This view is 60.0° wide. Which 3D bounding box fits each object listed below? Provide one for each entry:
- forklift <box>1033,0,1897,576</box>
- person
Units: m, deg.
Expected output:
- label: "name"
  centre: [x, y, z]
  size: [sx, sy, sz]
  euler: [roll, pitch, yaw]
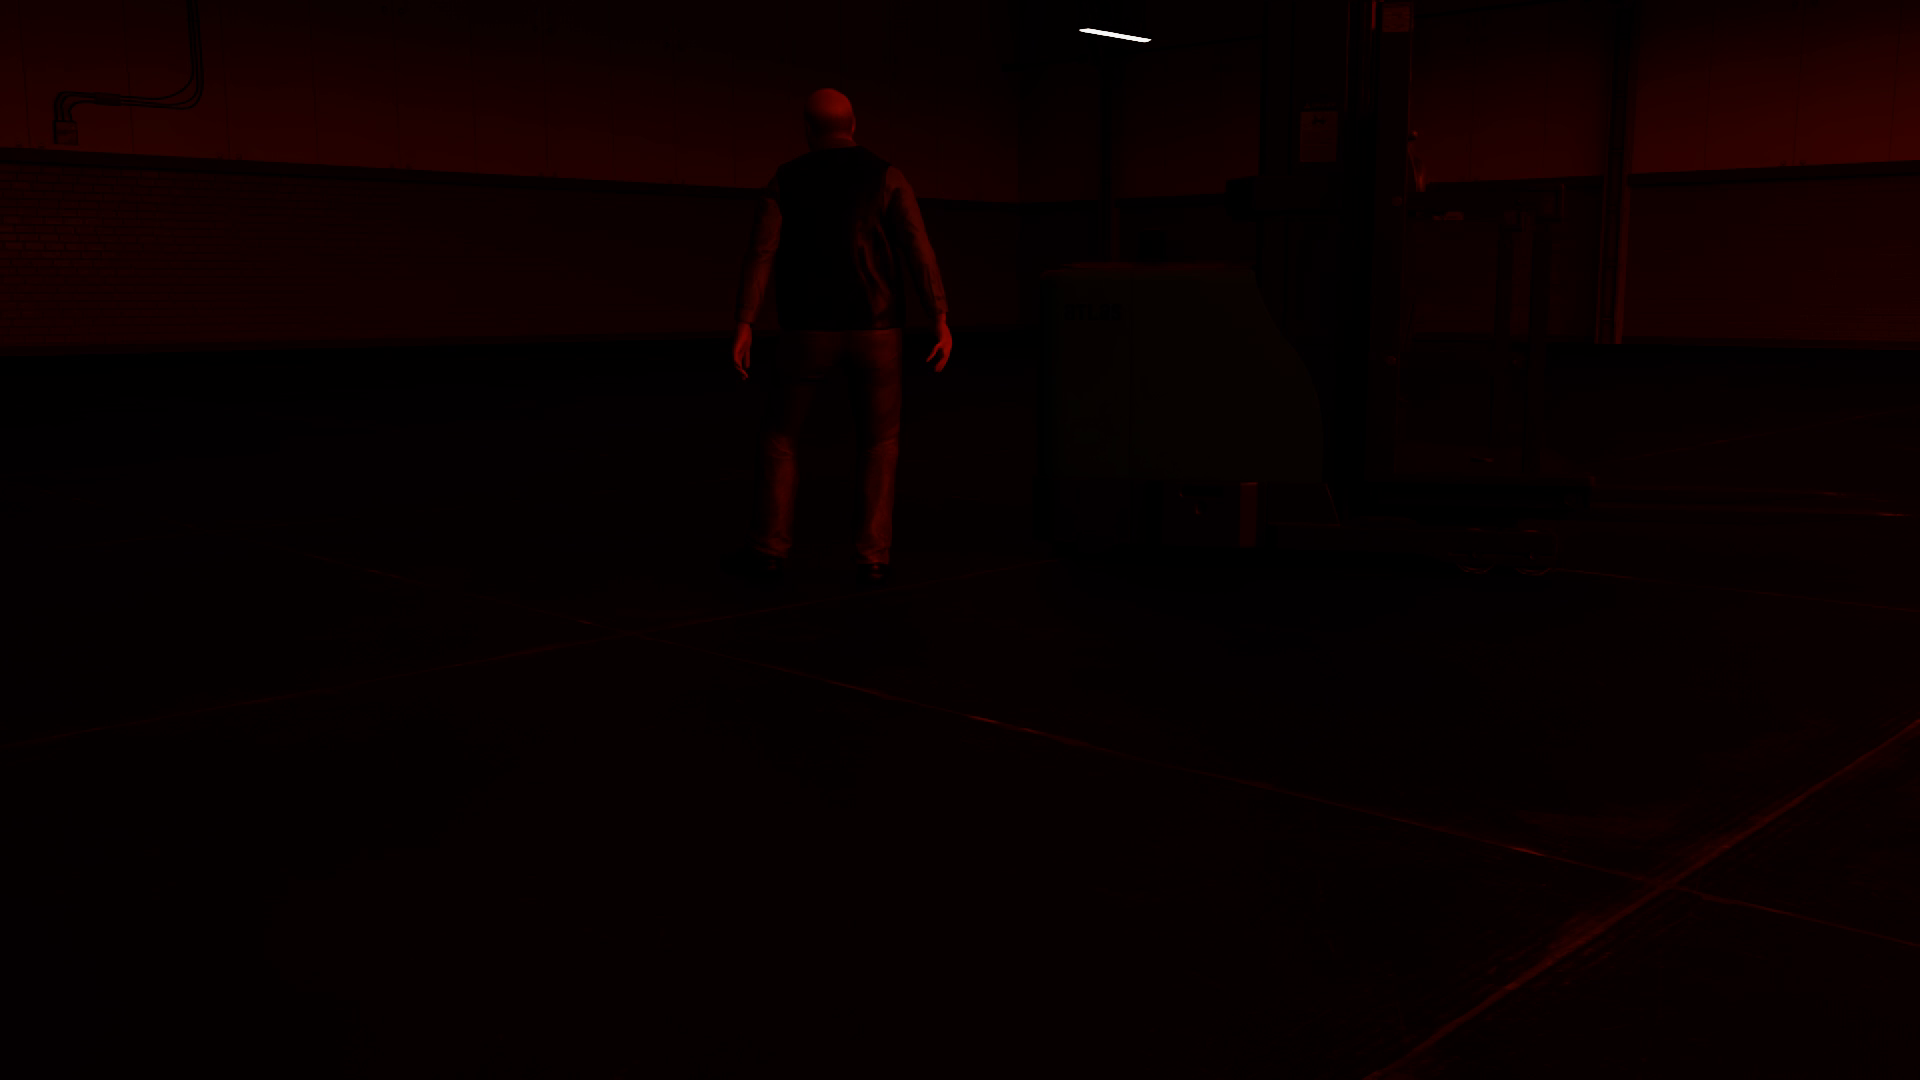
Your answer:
- label: "forklift"
  centre: [1.843, -1.407, 6.219]
  size: [3.031, 2.935, 1.130]
  euler: [2, 9, 11]
- label: "person"
  centre: [-0.448, -0.704, 5.764]
  size: [0.853, 1.694, 0.399]
  euler: [0, 9, 2]
